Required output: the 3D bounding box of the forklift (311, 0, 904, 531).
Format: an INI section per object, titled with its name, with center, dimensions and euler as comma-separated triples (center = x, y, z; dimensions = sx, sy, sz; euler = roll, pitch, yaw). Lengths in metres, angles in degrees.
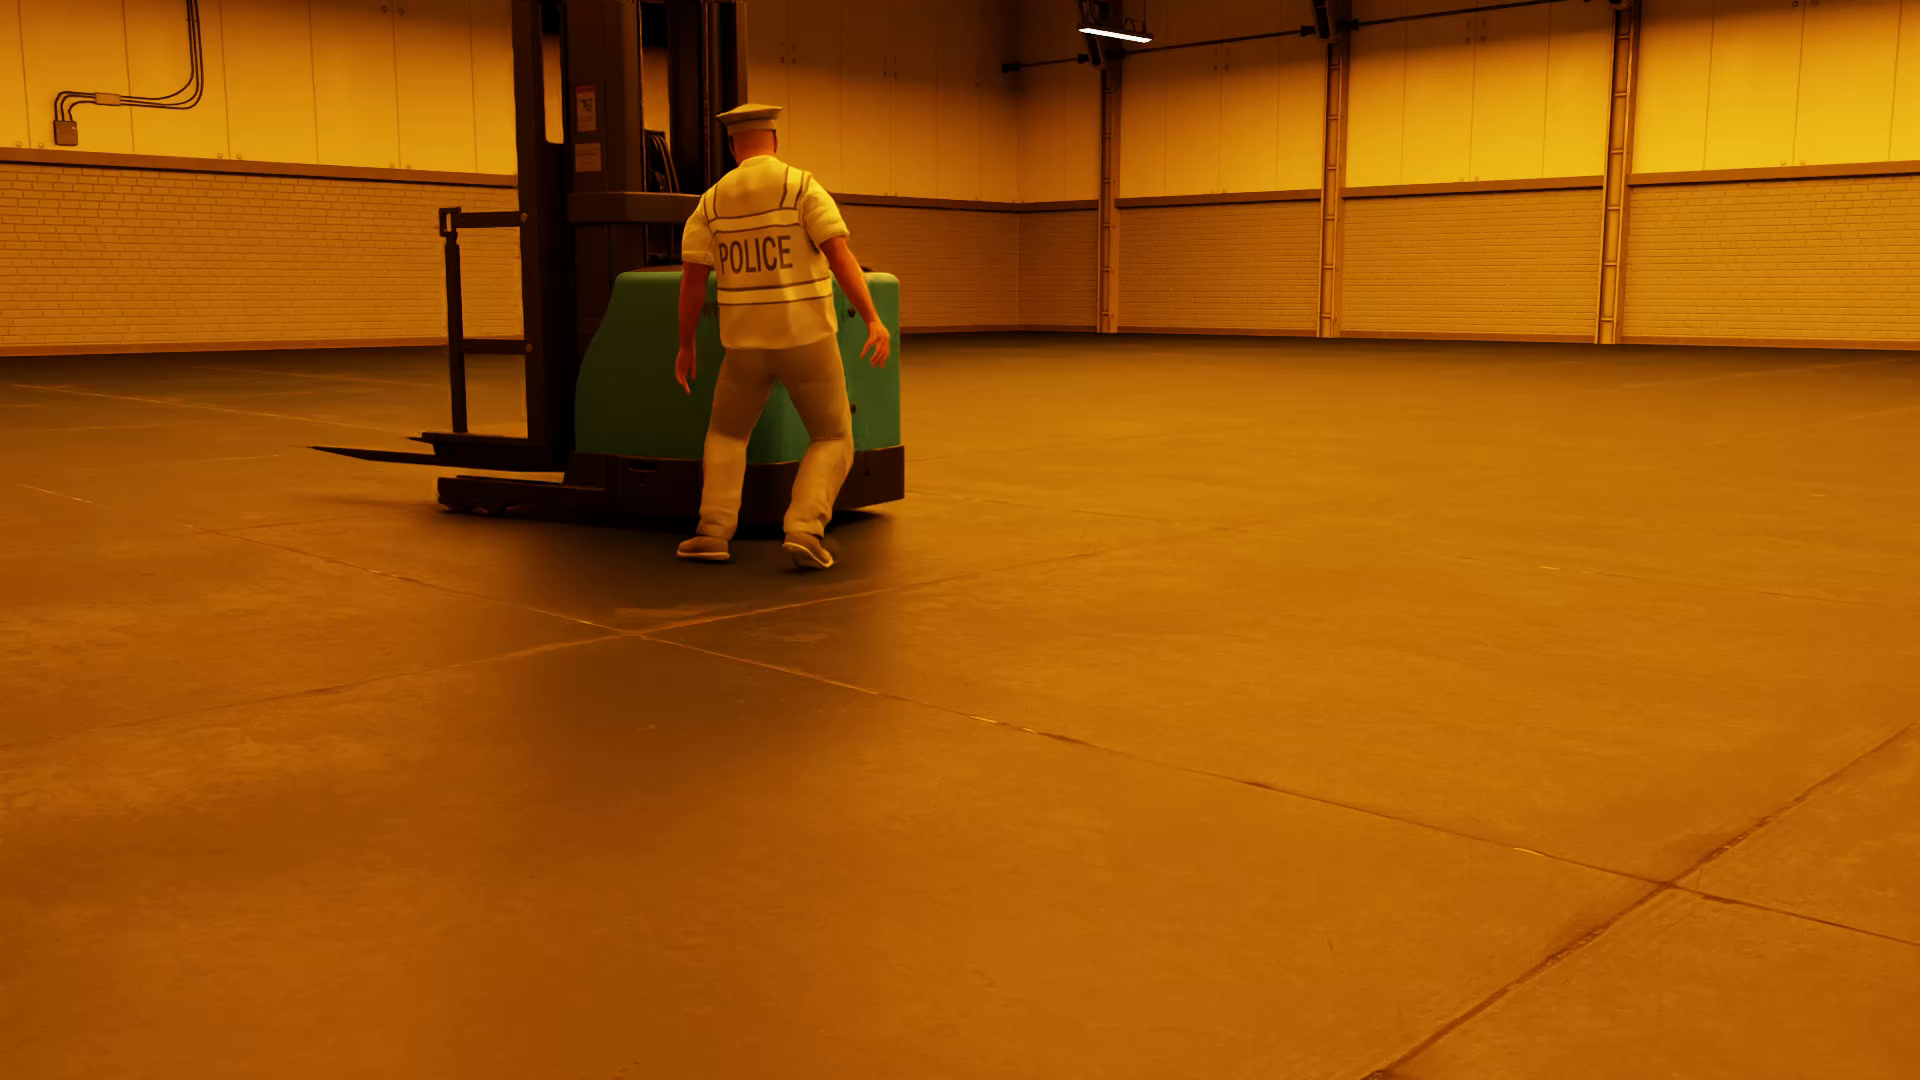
[forklift]
center = -1.779, -1.621, 7.642
dimensions = 3.031, 2.935, 1.130
euler = 5, 10, 31
